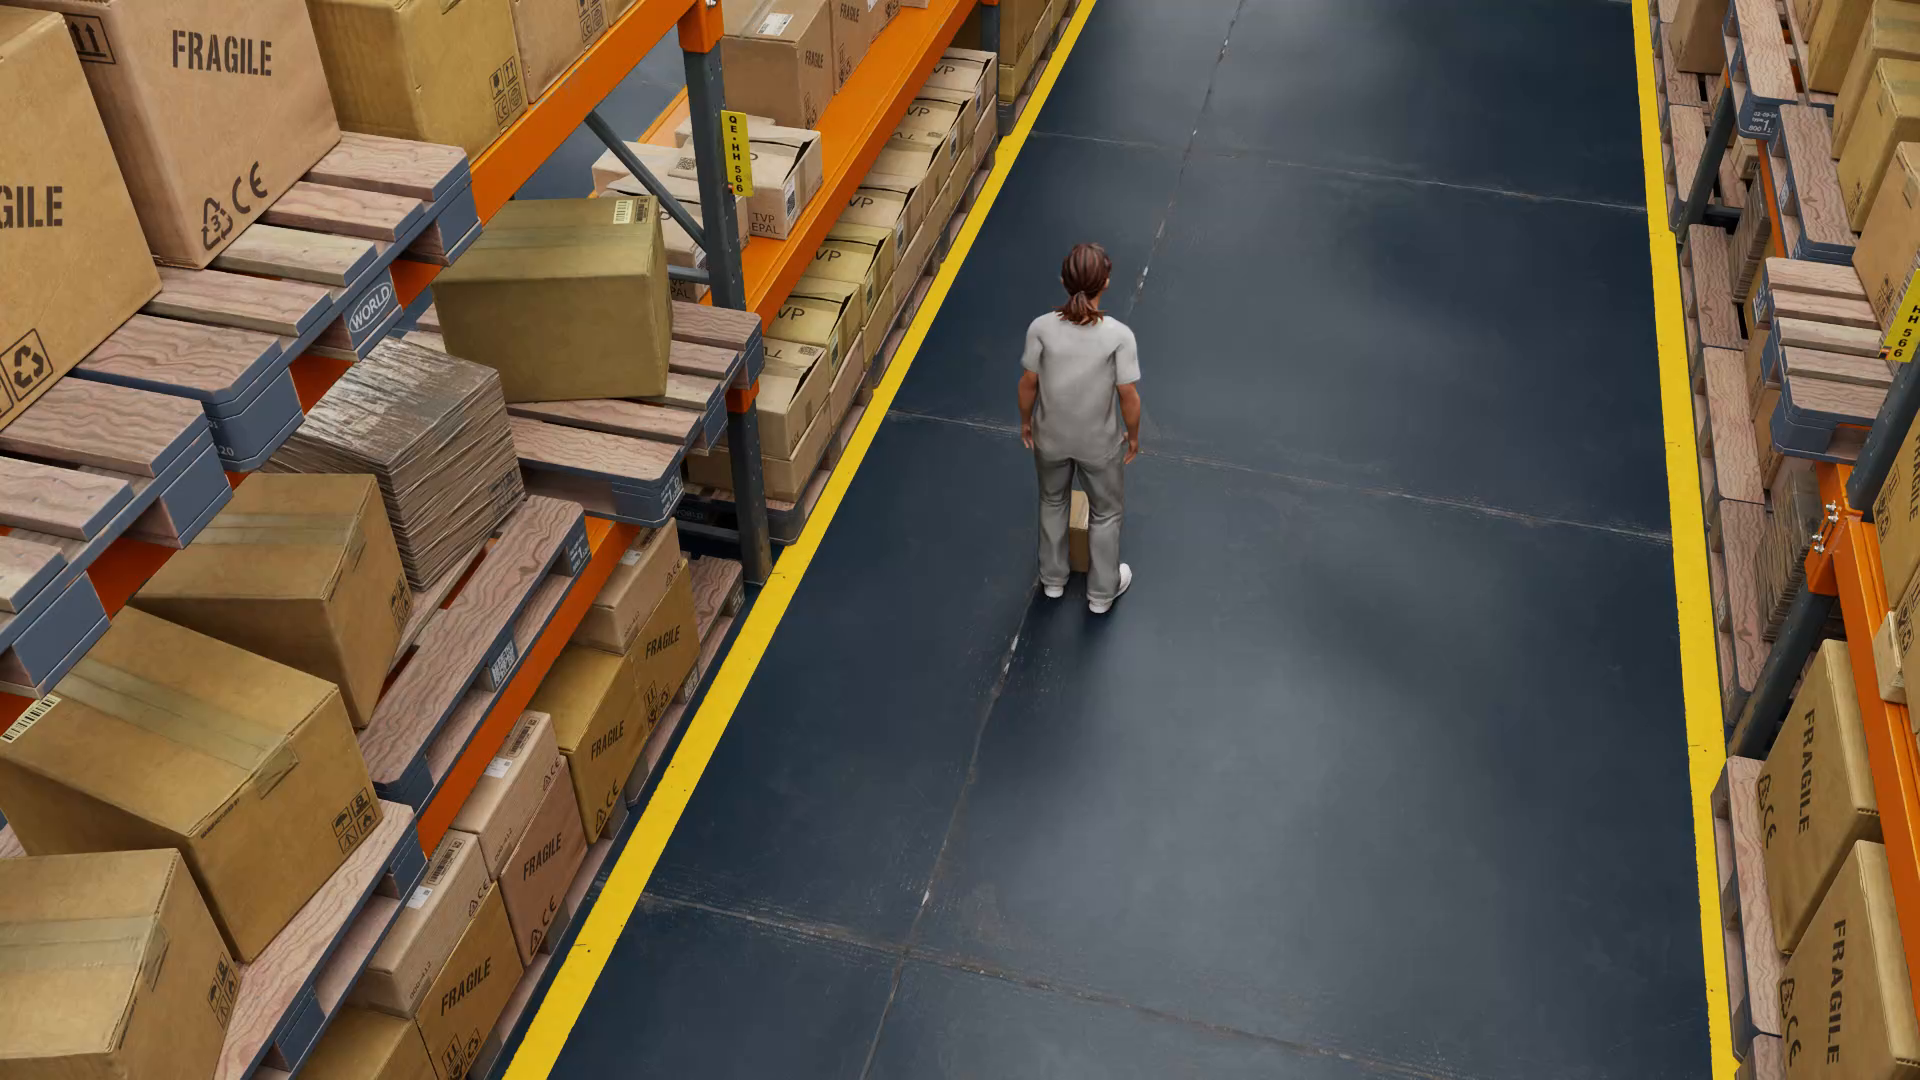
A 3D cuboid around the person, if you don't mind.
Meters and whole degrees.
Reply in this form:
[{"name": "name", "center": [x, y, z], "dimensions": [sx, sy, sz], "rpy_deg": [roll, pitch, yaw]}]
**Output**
[{"name": "person", "center": [0.481, -0.430, 6.651], "dimensions": [0.491, 1.673, 0.404], "rpy_deg": [10, 42, 11]}]
